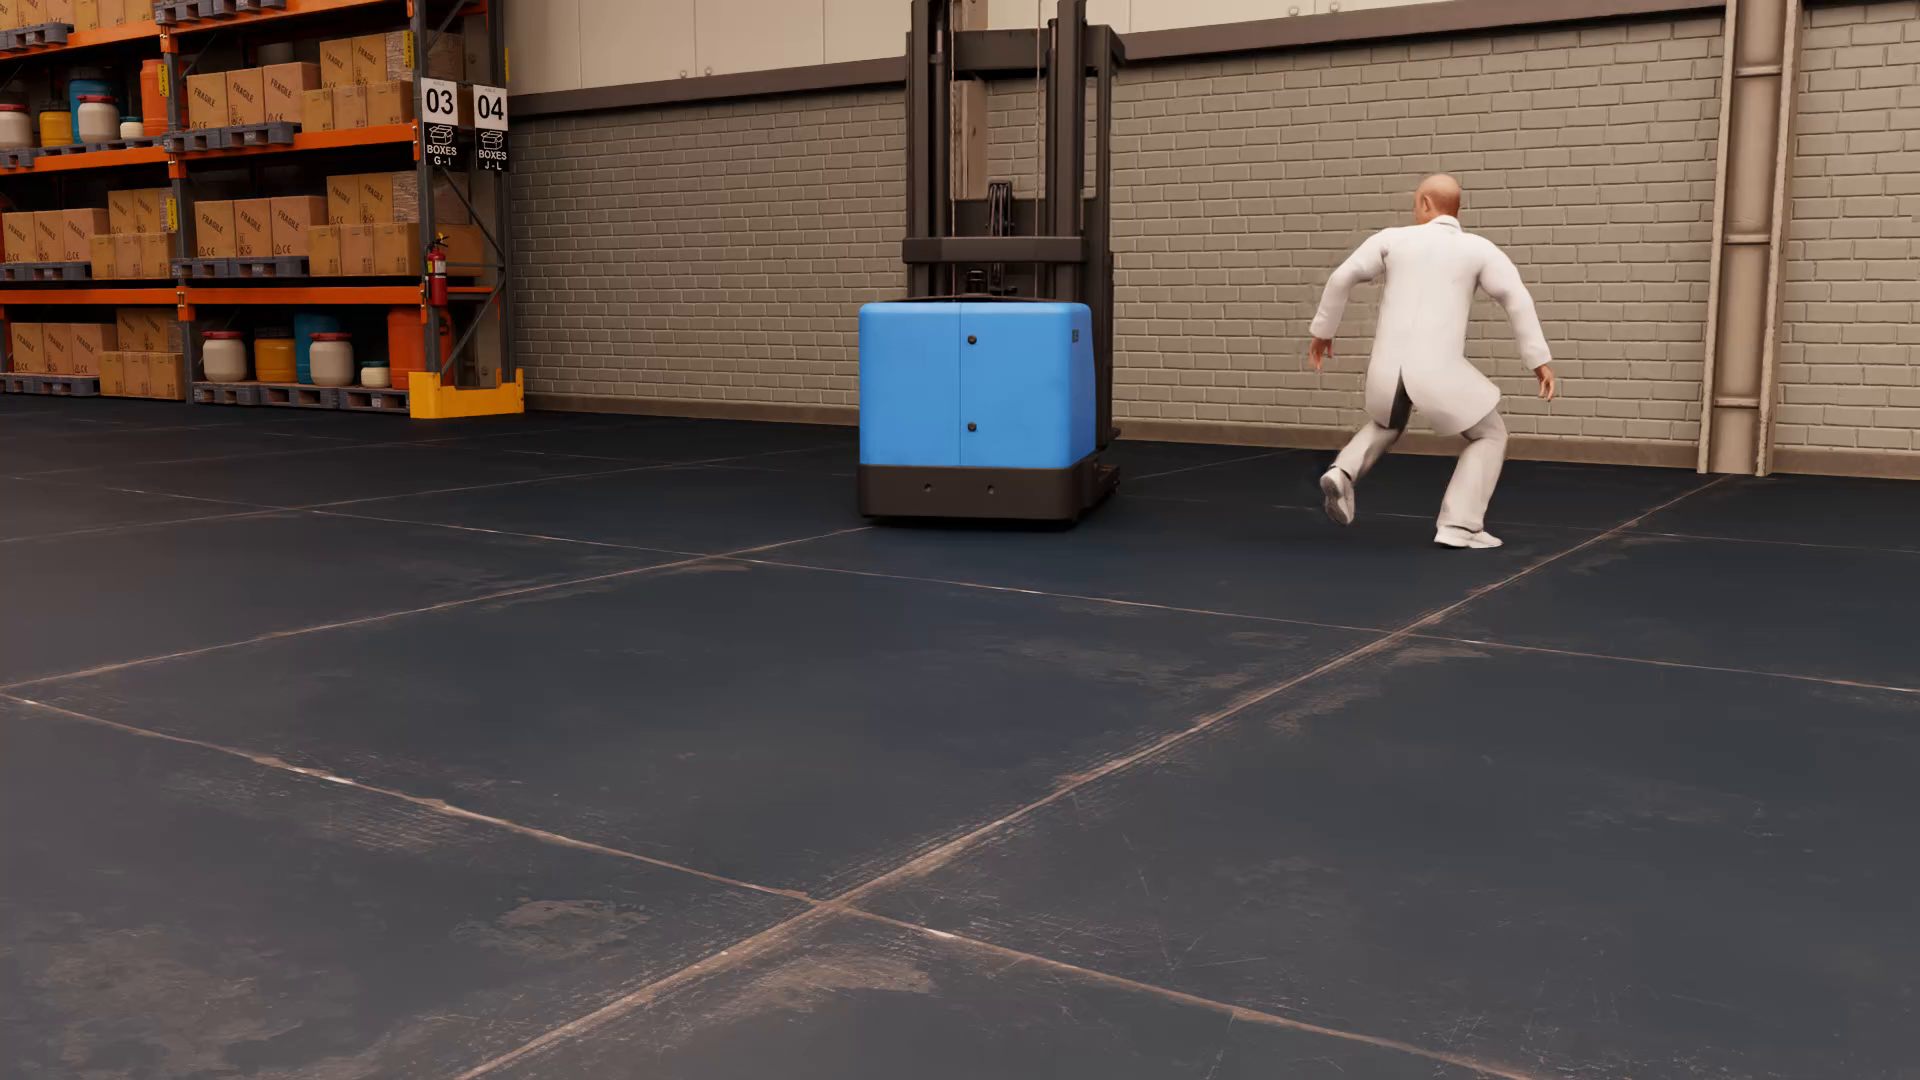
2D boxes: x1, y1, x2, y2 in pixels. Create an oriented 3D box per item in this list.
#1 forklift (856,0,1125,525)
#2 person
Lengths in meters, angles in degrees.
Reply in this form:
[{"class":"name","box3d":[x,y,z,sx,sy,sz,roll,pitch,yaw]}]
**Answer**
[{"class":"forklift","box3d":[0.304,-1.695,9.113,1.130,2.935,3.031,2,8,12]},{"class":"person","box3d":[2.082,-0.780,7.402,1.026,1.662,0.543,7,10,39]}]
